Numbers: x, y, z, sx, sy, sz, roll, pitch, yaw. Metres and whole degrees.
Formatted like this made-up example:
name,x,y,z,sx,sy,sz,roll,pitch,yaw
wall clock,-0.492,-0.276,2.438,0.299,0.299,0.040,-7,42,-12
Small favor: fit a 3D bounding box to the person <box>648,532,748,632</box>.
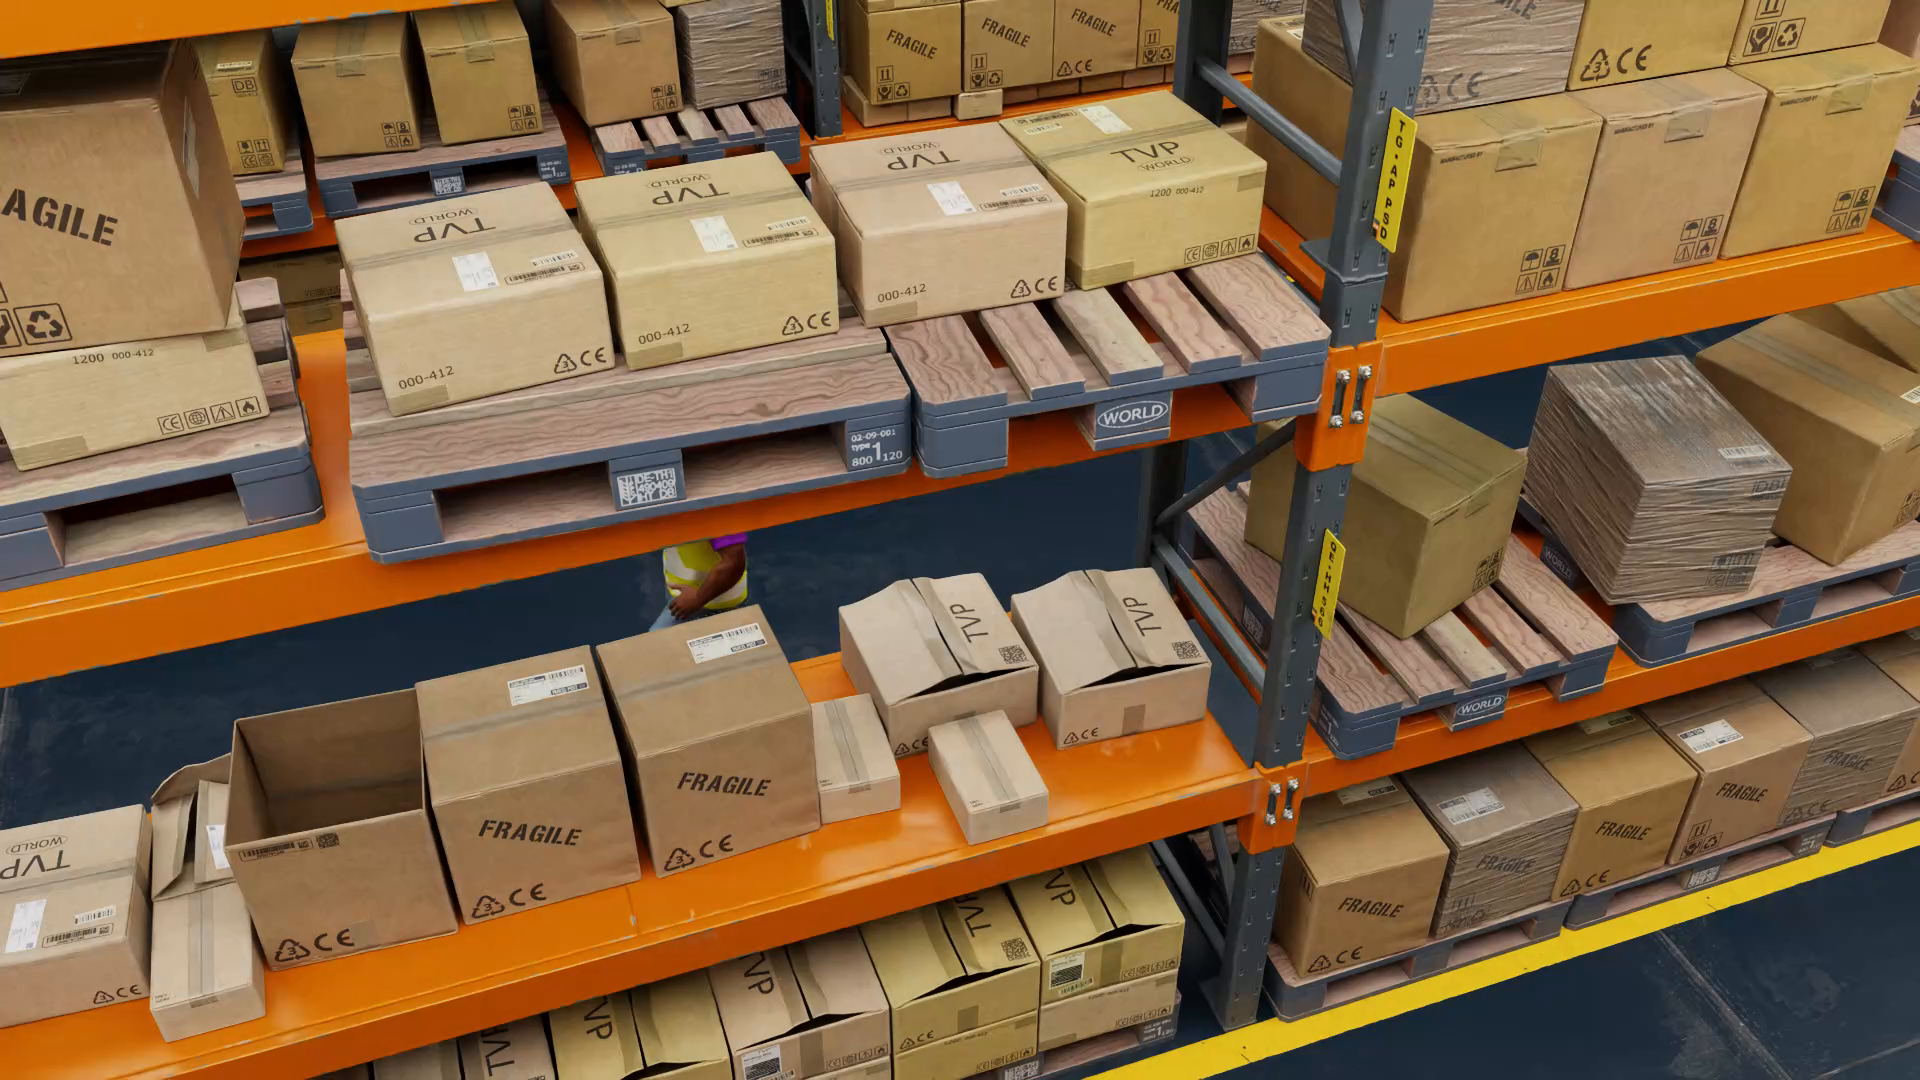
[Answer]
name,x,y,z,sx,sy,sz,roll,pitch,yaw
person,-1.089,0.176,6.561,0.548,1.725,0.823,-11,39,-14
